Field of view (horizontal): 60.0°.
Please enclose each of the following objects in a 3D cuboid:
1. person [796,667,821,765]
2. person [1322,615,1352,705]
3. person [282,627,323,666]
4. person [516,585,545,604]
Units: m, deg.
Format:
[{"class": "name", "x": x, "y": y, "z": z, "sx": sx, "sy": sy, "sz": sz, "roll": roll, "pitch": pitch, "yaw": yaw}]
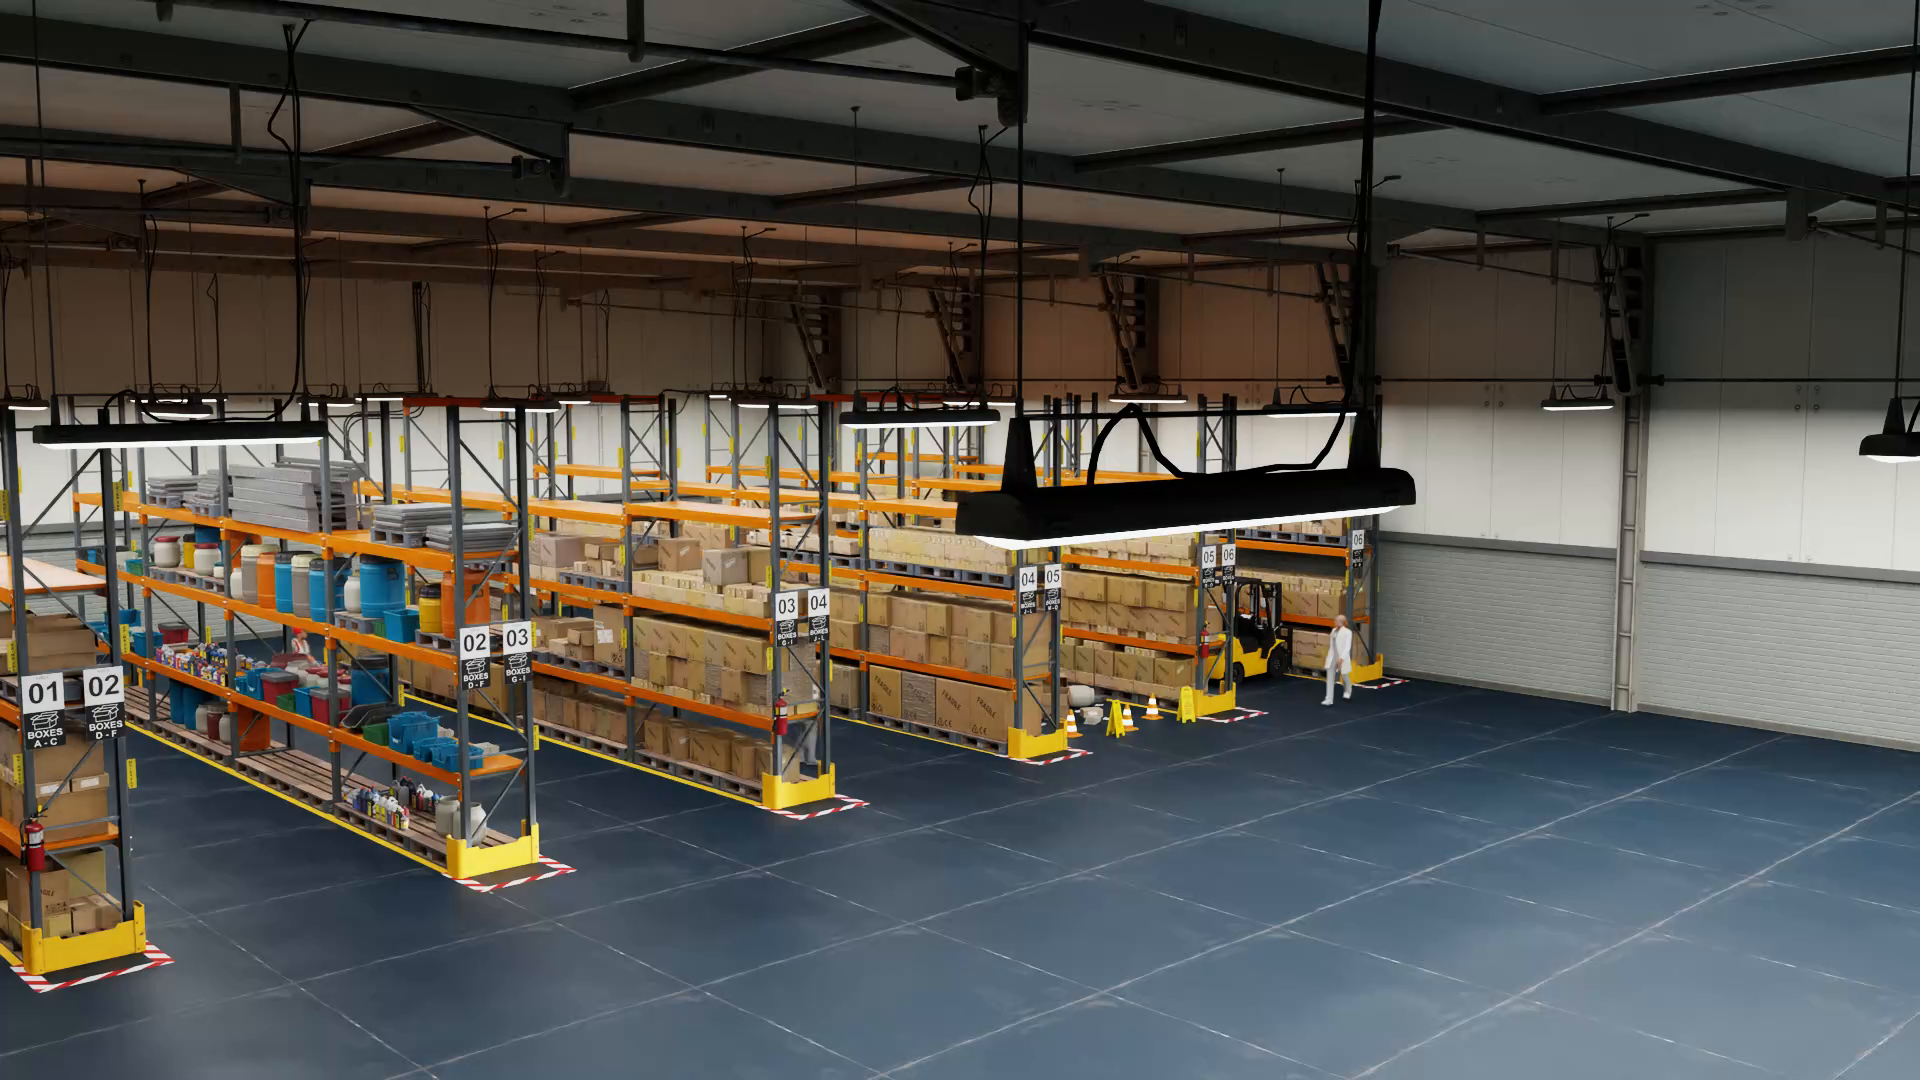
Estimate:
[{"class": "person", "x": -2.471, "y": 2.872, "z": 27.374, "sx": 0.390, "sy": 1.732, "sz": 0.524, "roll": -3, "pitch": 6, "yaw": -25}, {"class": "person", "x": 7.397, "y": 2.325, "z": 32.470, "sx": 0.524, "sy": 1.735, "sz": 1.146, "roll": 3, "pitch": 6, "yaw": 25}, {"class": "person", "x": -12.371, "y": 2.490, "z": 31.146, "sx": 0.774, "sy": 1.809, "sz": 0.877, "roll": -5, "pitch": 7, "yaw": -42}, {"class": "person", "x": -10.535, "y": 1.516, "z": 40.811, "sx": 0.666, "sy": 1.768, "sz": 0.586, "roll": -4, "pitch": 7, "yaw": -37}]
